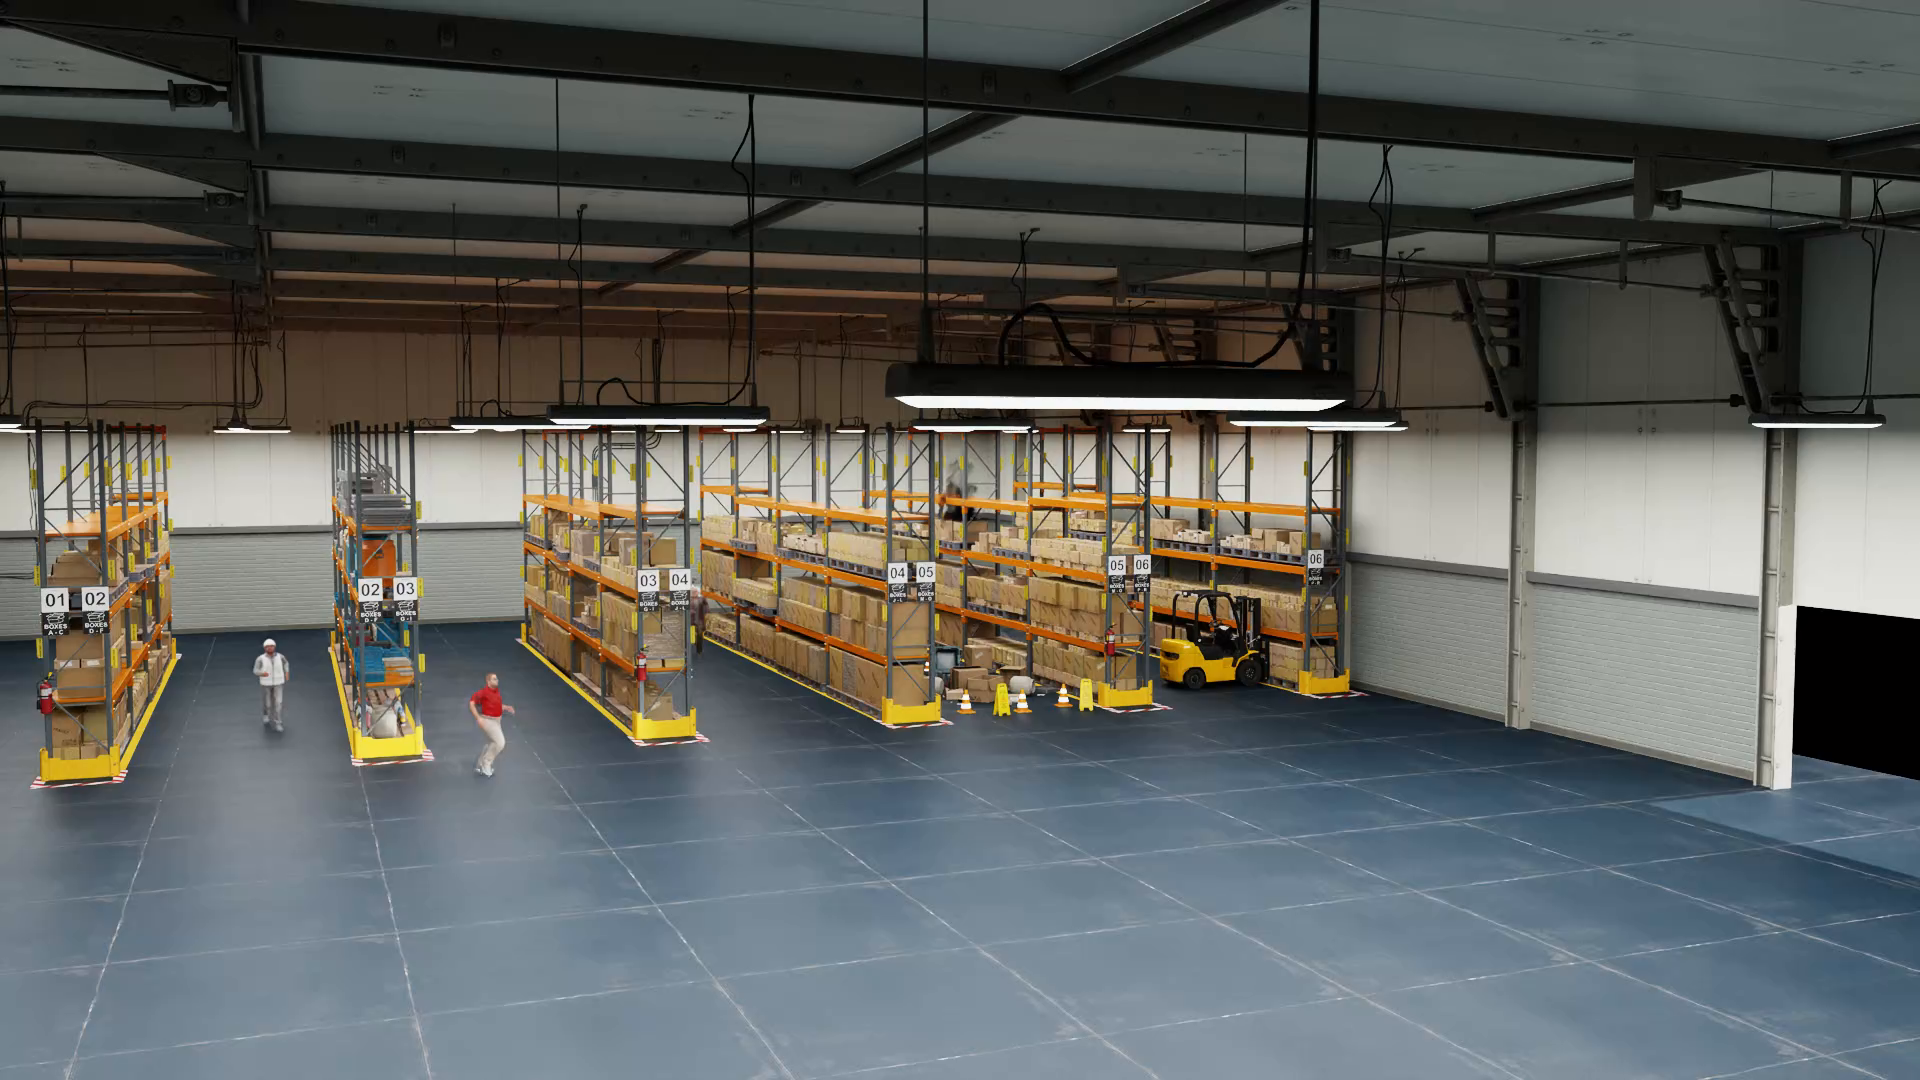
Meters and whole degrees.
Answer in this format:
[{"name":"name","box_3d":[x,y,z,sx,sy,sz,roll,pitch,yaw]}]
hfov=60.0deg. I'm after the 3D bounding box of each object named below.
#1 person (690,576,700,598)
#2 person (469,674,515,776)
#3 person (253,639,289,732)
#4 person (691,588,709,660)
[{"name":"person","box_3d":[-8.047,1.861,49.179,0.606,1.601,0.714,-1,4,-20]},{"name":"person","box_3d":[-7.896,3.121,28.146,0.680,1.731,0.659,0,4,7]},{"name":"person","box_3d":[-13.390,2.806,32.382,0.671,1.755,1.013,-2,4,-30]},{"name":"person","box_3d":[-6.847,2.143,43.039,0.726,1.817,1.042,-1,4,-15]}]
